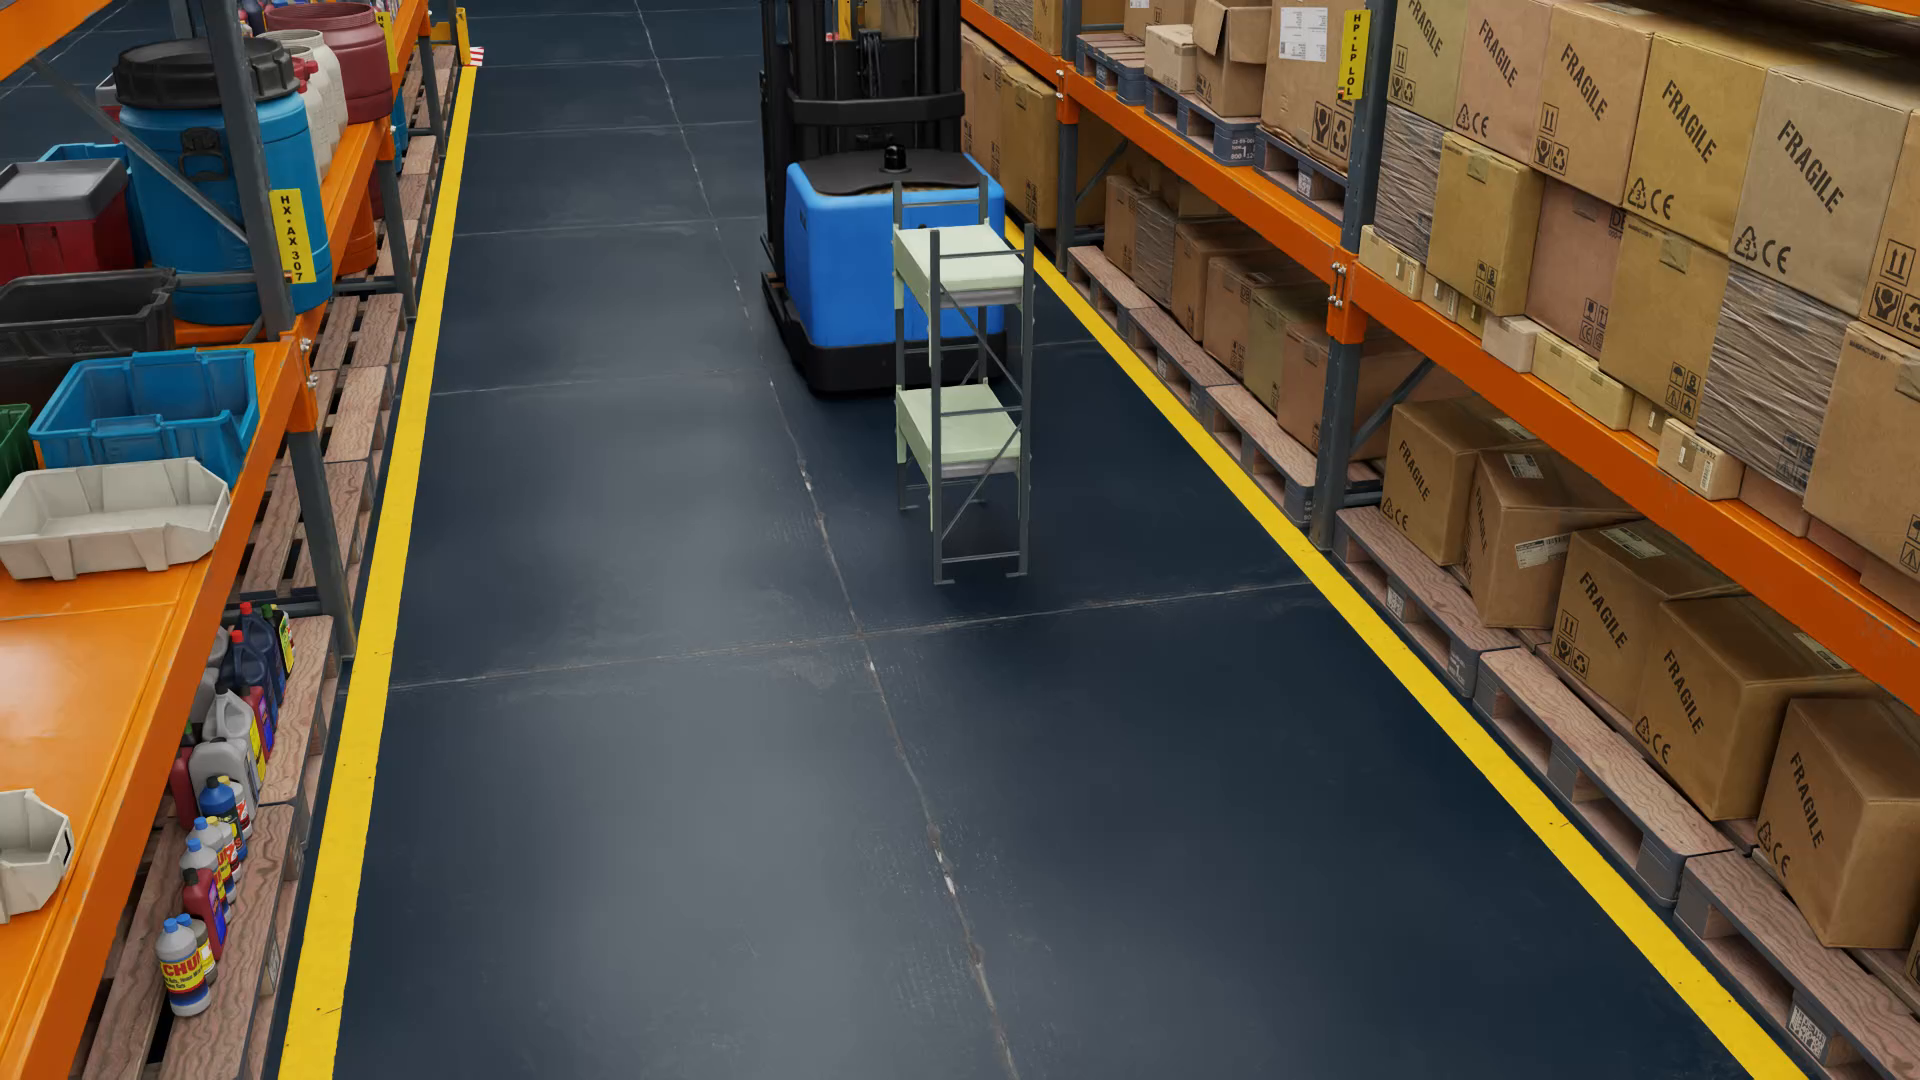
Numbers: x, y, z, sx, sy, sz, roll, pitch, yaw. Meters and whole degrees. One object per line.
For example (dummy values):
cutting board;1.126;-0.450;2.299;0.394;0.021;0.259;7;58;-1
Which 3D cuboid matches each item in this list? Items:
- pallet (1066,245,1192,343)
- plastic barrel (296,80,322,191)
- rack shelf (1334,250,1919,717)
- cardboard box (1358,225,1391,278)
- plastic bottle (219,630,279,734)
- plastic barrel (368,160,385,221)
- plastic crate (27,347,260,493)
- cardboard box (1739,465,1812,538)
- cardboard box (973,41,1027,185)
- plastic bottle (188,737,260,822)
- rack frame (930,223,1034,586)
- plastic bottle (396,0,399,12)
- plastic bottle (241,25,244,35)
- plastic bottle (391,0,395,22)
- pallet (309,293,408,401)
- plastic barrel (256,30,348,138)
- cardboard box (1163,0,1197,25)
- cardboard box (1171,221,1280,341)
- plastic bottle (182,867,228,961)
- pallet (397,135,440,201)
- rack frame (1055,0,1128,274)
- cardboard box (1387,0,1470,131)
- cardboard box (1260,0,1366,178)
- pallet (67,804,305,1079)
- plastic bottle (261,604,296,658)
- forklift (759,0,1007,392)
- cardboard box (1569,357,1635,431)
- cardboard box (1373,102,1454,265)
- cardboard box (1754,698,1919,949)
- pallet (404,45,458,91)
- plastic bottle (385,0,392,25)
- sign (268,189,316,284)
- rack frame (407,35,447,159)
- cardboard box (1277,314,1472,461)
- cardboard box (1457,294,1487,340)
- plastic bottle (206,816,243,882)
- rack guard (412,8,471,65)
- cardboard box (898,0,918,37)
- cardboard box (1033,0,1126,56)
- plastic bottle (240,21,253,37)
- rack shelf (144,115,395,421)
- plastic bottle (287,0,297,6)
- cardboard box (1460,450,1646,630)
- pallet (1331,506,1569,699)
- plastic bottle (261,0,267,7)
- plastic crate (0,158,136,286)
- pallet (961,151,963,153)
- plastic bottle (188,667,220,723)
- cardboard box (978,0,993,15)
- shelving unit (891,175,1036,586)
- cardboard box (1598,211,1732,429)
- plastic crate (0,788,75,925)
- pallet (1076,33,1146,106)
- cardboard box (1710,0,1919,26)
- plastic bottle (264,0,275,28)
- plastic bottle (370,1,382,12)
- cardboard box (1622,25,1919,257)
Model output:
pallet;1.290;-1.528;10.042;1.003;0.211;1.213;-6;27;-12
plastic barrel;-2.976;-1.682;7.102;0.433;0.535;0.433;0;27;0
rack shelf;2.468;-0.161;5.038;1.077;0.370;4.000;-6;27;-12
cardboard box;1.772;-1.123;6.424;0.380;0.149;0.250;-6;27;-12
plastic bottle;-2.339;0.467;5.447;0.144;0.351;0.185;-7;28;-14
plastic barrel;-4.091;-2.433;10.951;0.600;0.588;0.708;-6;27;-12
plastic crate;-2.295;-0.332;4.744;0.499;0.251;0.616;-6;27;-12
cardboard box;2.355;-0.143;4.483;0.380;0.149;0.250;-6;27;-12
cardboard box;0.787;-3.052;11.859;1.225;0.875;0.875;-6;27;-11
plastic bottle;-2.234;0.714;5.041;0.152;0.276;0.135;-5;27;-11
rack frame;0.084;-0.506;6.588;0.400;1.500;0.023;-6;27;-12
plastic bottle;-4.044;-3.895;11.693;0.144;0.351;0.185;-6;27;-12
plastic bottle;-4.365;-3.014;10.036;0.097;0.271;0.097;0;27;0
plastic bottle;-3.929;-3.651;11.375;0.097;0.201;0.097;0;27;0
pallet;-3.573;-1.024;9.044;1.003;0.211;1.213;-6;27;-12
plastic barrel;-3.270;-2.233;8.221;0.421;0.512;0.421;0;27;0
cardboard box;1.499;-2.880;9.050;0.700;0.500;0.500;-2;27;-4
cardboard box;1.558;-1.414;9.008;0.700;0.500;0.500;-4;27;-7
plastic bottle;-2.045;0.987;4.493;0.061;0.283;0.133;-5;27;-11
pallet;-4.478;-2.781;12.525;1.003;0.211;1.213;-6;27;-12
rack frame;1.116;-3.116;10.094;1.000;3.000;0.127;-6;27;-12
cardboard box;1.871;-1.760;5.858;0.500;0.500;0.500;-6;27;-12
cardboard box;1.974;-2.178;7.104;1.000;1.000;1.000;-6;27;-11
pallet;-2.419;1.224;4.591;1.003;0.211;1.213;-6;27;-12
plastic bottle;-2.423;0.324;5.897;0.097;0.201;0.097;0;27;0
forklift;-0.591;-2.720;9.387;1.130;2.935;3.031;-6;27;-12
cardboard box;2.123;-0.465;5.122;0.380;0.149;0.250;-6;27;-12
cardboard box;2.058;-1.333;6.122;0.875;0.500;0.500;-6;27;-12
cardboard box;2.626;0.790;4.664;0.500;0.500;0.500;1;27;2
pallet;-5.365;-4.514;15.959;1.003;0.211;1.213;-6;27;-12
plastic bottle;-3.832;-3.537;11.058;0.061;0.283;0.133;-6;27;-12
sign;-2.270;-1.031;5.657;0.100;0.325;0.005;-6;27;-12
rack frame;-4.611;-4.369;12.577;1.000;3.000;0.127;-6;27;-12
cardboard box;1.900;-0.712;7.617;0.700;0.500;0.500;-8;28;-16
cardboard box;1.965;-0.796;5.777;0.380;0.149;0.250;-6;27;-12
plastic bottle;-2.134;0.887;4.782;0.097;0.201;0.097;0;27;0
rack guard;-5.531;-5.018;16.637;1.175;0.500;0.348;-6;27;-12
cardboard box;-0.059;-4.804;15.330;0.875;0.875;0.875;-6;27;-12
cardboard box;0.763;-3.352;10.451;0.500;0.500;0.500;-5;27;-10
plastic bottle;-4.431;-3.111;10.306;0.097;0.201;0.097;0;27;0
rack shelf;-3.259;-1.414;7.520;1.077;0.370;4.000;-6;27;-12
plastic bottle;-4.500;-3.551;11.176;0.097;0.201;0.097;0;27;0
cardboard box;2.205;-0.001;6.231;0.500;0.500;0.500;2;27;5
pallet;2.203;0.176;6.666;1.003;0.211;1.213;-6;27;-12
plastic bottle;-4.541;-3.441;10.792;0.144;0.351;0.185;-6;27;-12
plastic crate;-3.216;-1.067;5.964;0.402;0.464;0.583;-6;27;-12
pallet;0.461;-3.296;13.545;1.003;0.211;1.213;-6;27;-12
plastic bottle;-2.478;0.527;5.412;0.152;0.276;0.135;-6;27;-12
cardboard box;0.422;-4.022;11.779;0.500;0.500;0.500;-5;27;-11
shelving unit;0.002;-0.667;6.906;0.431;1.500;0.755;-6;27;-12
cardboard box;2.420;-0.677;4.822;0.875;0.500;0.500;-6;27;-12
plastic crate;-1.795;0.591;3.042;0.298;0.136;0.250;-6;27;-12
pallet;1.380;-2.728;9.539;1.213;0.211;1.003;-6;27;-12
cardboard box;2.612;-1.375;5.094;0.500;0.500;0.500;-6;27;-12
plastic bottle;-4.376;-3.292;10.574;0.061;0.283;0.133;-6;27;-12
plastic bottle;-3.752;-3.339;10.679;0.097;0.271;0.097;0;27;0
cardboard box;2.221;-1.103;4.555;0.500;0.500;0.500;-6;27;-12
